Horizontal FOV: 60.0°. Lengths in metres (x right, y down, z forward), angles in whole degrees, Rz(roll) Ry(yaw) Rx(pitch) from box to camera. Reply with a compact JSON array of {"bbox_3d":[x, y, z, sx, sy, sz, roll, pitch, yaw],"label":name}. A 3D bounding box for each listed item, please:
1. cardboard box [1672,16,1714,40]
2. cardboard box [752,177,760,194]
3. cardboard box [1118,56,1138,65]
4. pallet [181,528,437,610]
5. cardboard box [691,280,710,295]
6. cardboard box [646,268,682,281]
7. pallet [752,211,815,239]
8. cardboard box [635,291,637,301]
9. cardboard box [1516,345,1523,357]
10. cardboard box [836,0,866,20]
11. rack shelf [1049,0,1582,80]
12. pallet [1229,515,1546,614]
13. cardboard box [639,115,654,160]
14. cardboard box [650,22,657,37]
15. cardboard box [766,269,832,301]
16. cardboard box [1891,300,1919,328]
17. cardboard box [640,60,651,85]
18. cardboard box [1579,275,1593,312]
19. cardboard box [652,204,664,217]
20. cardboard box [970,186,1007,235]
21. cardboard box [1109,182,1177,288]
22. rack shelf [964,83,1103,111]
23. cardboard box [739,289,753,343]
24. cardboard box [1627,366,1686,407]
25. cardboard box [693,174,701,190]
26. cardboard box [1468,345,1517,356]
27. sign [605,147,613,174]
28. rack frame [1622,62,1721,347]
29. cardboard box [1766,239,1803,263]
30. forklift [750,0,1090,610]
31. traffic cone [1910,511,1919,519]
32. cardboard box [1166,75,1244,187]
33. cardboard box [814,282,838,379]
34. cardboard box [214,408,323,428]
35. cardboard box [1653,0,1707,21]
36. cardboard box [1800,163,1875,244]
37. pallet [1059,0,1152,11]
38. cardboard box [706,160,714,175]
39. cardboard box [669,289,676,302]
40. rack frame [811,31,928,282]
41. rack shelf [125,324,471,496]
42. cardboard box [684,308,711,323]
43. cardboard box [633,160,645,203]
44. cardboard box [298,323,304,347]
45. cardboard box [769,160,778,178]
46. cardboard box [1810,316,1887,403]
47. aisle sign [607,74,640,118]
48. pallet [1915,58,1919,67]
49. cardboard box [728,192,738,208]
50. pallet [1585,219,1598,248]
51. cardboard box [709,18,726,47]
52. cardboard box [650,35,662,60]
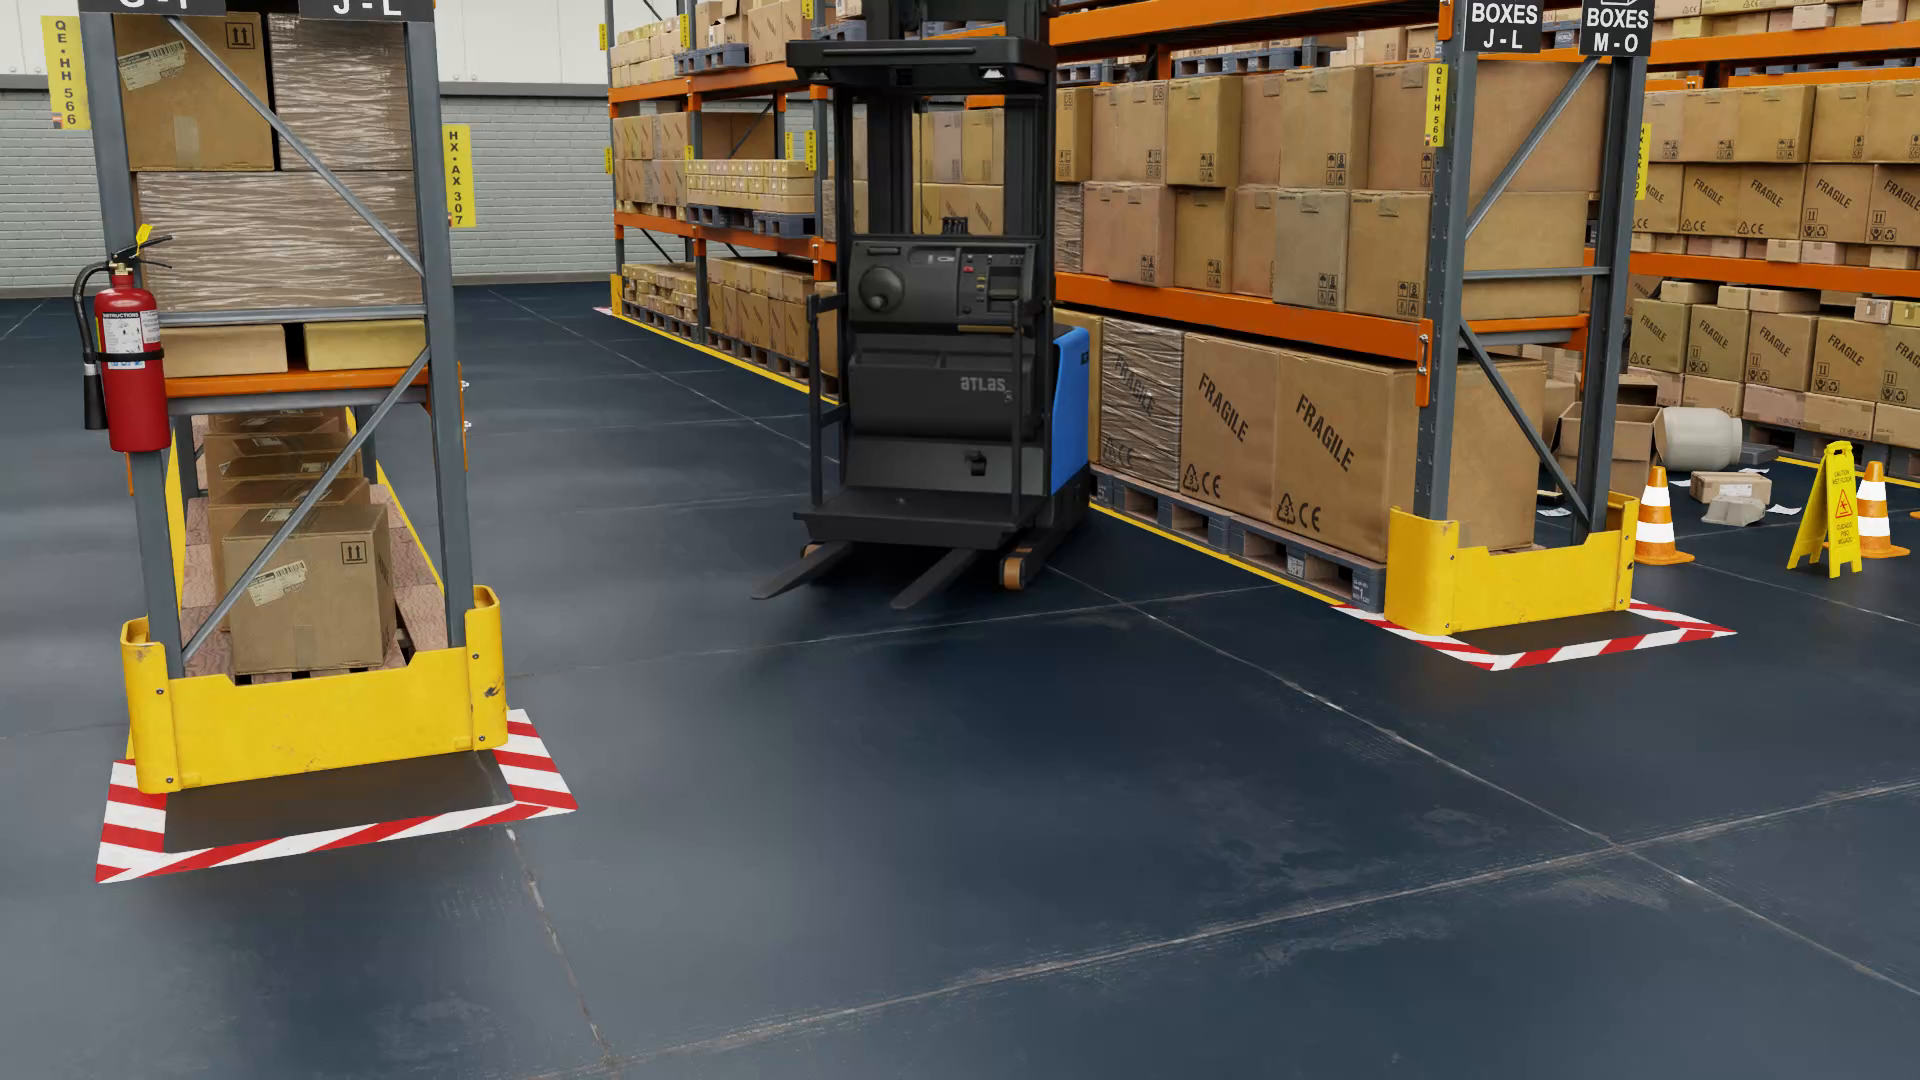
[{"bbox_3d":[5.294,-3.628,11.797,0.380,0.149,0.250,-6,14,-23],"label":"cardboard box"},{"bbox_3d":[-1.686,-3.242,15.192,0.380,0.149,0.250,-6,14,-23],"label":"cardboard box"},{"bbox_3d":[2.018,-5.553,18.925,0.396,0.266,0.258,-6,14,-23],"label":"cardboard box"},{"bbox_3d":[-2.944,0.207,7.508,1.003,0.211,1.213,-6,14,-23],"label":"pallet"},{"bbox_3d":[-2.738,-2.775,18.280,0.380,0.149,0.250,-5,14,-21],"label":"cardboard box"},{"bbox_3d":[-3.579,-3.201,20.120,0.380,0.149,0.250,-5,14,-21],"label":"cardboard box"},{"bbox_3d":[-1.138,-2.837,14.902,1.213,0.211,1.003,-6,14,-23],"label":"pallet"},{"bbox_3d":[-3.863,-3.078,20.907,0.380,0.149,0.250,-6,14,-23],"label":"cardboard box"},{"bbox_3d":[4.839,-1.615,14.094,0.950,0.372,0.625,-5,14,-19],"label":"cardboard box"},{"bbox_3d":[-0.666,-4.295,13.167,0.500,0.311,0.500,-6,14,-23],"label":"cardboard box"},{"bbox_3d":[1.649,-2.664,8.673,1.077,0.370,4.000,-6,14,-23],"label":"rack shelf"},{"bbox_3d":[2.058,0.060,8.142,1.003,0.211,1.213,-6,14,-23],"label":"pallet"},{"bbox_3d":[-3.419,-4.692,19.391,0.500,0.500,0.500,-6,14,-25],"label":"cardboard box"},{"bbox_3d":[-3.275,-5.751,18.751,0.380,0.149,0.250,-6,14,-23],"label":"cardboard box"},{"bbox_3d":[-1.481,-2.366,15.391,0.500,0.250,0.500,-5,14,-22],"label":"cardboard box"},{"bbox_3d":[6.079,-1.419,10.412,0.380,0.149,0.250,-5,14,-22],"label":"cardboard box"},{"bbox_3d":[-3.392,-5.396,19.214,0.500,0.250,0.500,-6,14,-23],"label":"cardboard box"},{"bbox_3d":[7.518,-2.977,19.694,0.500,0.500,0.500,-5,14,-21],"label":"cardboard box"},{"bbox_3d":[-3.378,-3.852,19.416,0.380,0.149,0.250,-5,14,-22],"label":"cardboard box"},{"bbox_3d":[0.394,-2.099,11.066,0.500,0.500,0.500,-6,14,-23],"label":"cardboard box"},{"bbox_3d":[1.356,-1.731,9.364,0.875,0.550,0.550,-6,14,-23],"label":"cardboard box"},{"bbox_3d":[1.337,-5.612,21.407,1.077,0.370,4.000,-6,14,-23],"label":"rack shelf"},{"bbox_3d":[-1.868,-2.214,16.394,0.500,0.500,0.500,-5,14,-22],"label":"cardboard box"},{"bbox_3d":[5.332,-1.153,12.368,0.500,0.250,0.500,-6,14,-26],"label":"cardboard box"},{"bbox_3d":[-2.515,-3.670,17.042,0.380,0.149,0.250,-6,14,-24],"label":"cardboard box"},{"bbox_3d":[3.724,-1.419,12.212,0.500,0.500,0.500,-6,14,-23],"label":"cardboard box"},{"bbox_3d":[-4.456,-4.819,21.118,0.100,0.325,0.005,-6,14,-23],"label":"sign"},{"bbox_3d":[5.343,-2.435,12.737,1.000,3.000,0.127,-6,14,-23],"label":"rack frame"},{"bbox_3d":[5.679,-1.953,11.214,0.380,0.149,0.250,-6,14,-23],"label":"cardboard box"},{"bbox_3d":[-0.145,-1.283,7.914,1.130,2.935,3.031,4,13,15],"label":"forklift"},{"bbox_3d":[5.591,-0.345,9.333,0.336,0.463,0.334,-6,14,-23],"label":"traffic cone"},{"bbox_3d":[1.601,-2.151,8.783,0.875,0.550,0.500,-6,14,-23],"label":"cardboard box"},{"bbox_3d":[-0.593,-1.768,13.914,1.050,0.750,0.750,-6,14,-24],"label":"cardboard box"},{"bbox_3d":[-3.614,-0.440,8.732,0.500,0.500,0.500,-6,14,-25],"label":"cardboard box"},{"bbox_3d":[5.268,-3.852,11.883,0.500,0.250,0.500,-6,14,-24],"label":"cardboard box"},{"bbox_3d":[5.896,-2.203,10.855,0.500,0.500,0.500,-5,14,-22],"label":"cardboard box"},{"bbox_3d":[1.166,-3.215,9.653,1.003,0.211,1.213,-6,14,-23],"label":"pallet"},{"bbox_3d":[-2.305,-3.707,16.539,0.380,0.149,0.250,-6,14,-24],"label":"cardboard box"},{"bbox_3d":[-3.148,-2.837,19.205,0.380,0.149,0.250,-5,14,-22],"label":"cardboard box"},{"bbox_3d":[-0.755,-2.793,14.286,1.000,3.000,0.127,-6,14,-23],"label":"rack frame"},{"bbox_3d":[-2.936,-0.776,7.166,1.077,0.370,4.000,-6,14,-23],"label":"rack shelf"},{"bbox_3d":[-2.826,-2.486,18.348,0.380,0.149,0.250,-5,14,-22],"label":"cardboard box"},{"bbox_3d":[-3.610,-4.311,19.964,0.500,0.500,0.500,-5,14,-22],"label":"cardboard box"},{"bbox_3d":[-2.319,-0.827,6.350,0.380,0.149,0.250,-6,14,-23],"label":"cardboard box"},{"bbox_3d":[-1.470,-3.277,14.684,0.380,0.149,0.250,-6,14,-24],"label":"cardboard box"},{"bbox_3d":[5.977,-1.193,10.876,0.500,0.500,0.500,-6,14,-24],"label":"cardboard box"},{"bbox_3d":[-4.263,-5.701,21.082,0.394,0.787,0.004,-6,14,-23],"label":"aisle sign"},{"bbox_3d":[9.524,-4.433,15.143,0.805,0.209,1.217,-6,14,-25],"label":"pallet"},{"bbox_3d":[-1.995,-3.257,15.917,0.380,0.149,0.250,-6,14,-26],"label":"cardboard box"},{"bbox_3d":[5.170,-2.512,13.498,1.003,0.211,1.213,-6,14,-23],"label":"pallet"},{"bbox_3d":[-2.197,-5.041,16.614,0.500,0.311,0.500,-6,14,-24],"label":"cardboard box"},{"bbox_3d":[-3.186,-5.540,18.724,0.500,0.250,0.500,-5,14,-21],"label":"cardboard box"}]
